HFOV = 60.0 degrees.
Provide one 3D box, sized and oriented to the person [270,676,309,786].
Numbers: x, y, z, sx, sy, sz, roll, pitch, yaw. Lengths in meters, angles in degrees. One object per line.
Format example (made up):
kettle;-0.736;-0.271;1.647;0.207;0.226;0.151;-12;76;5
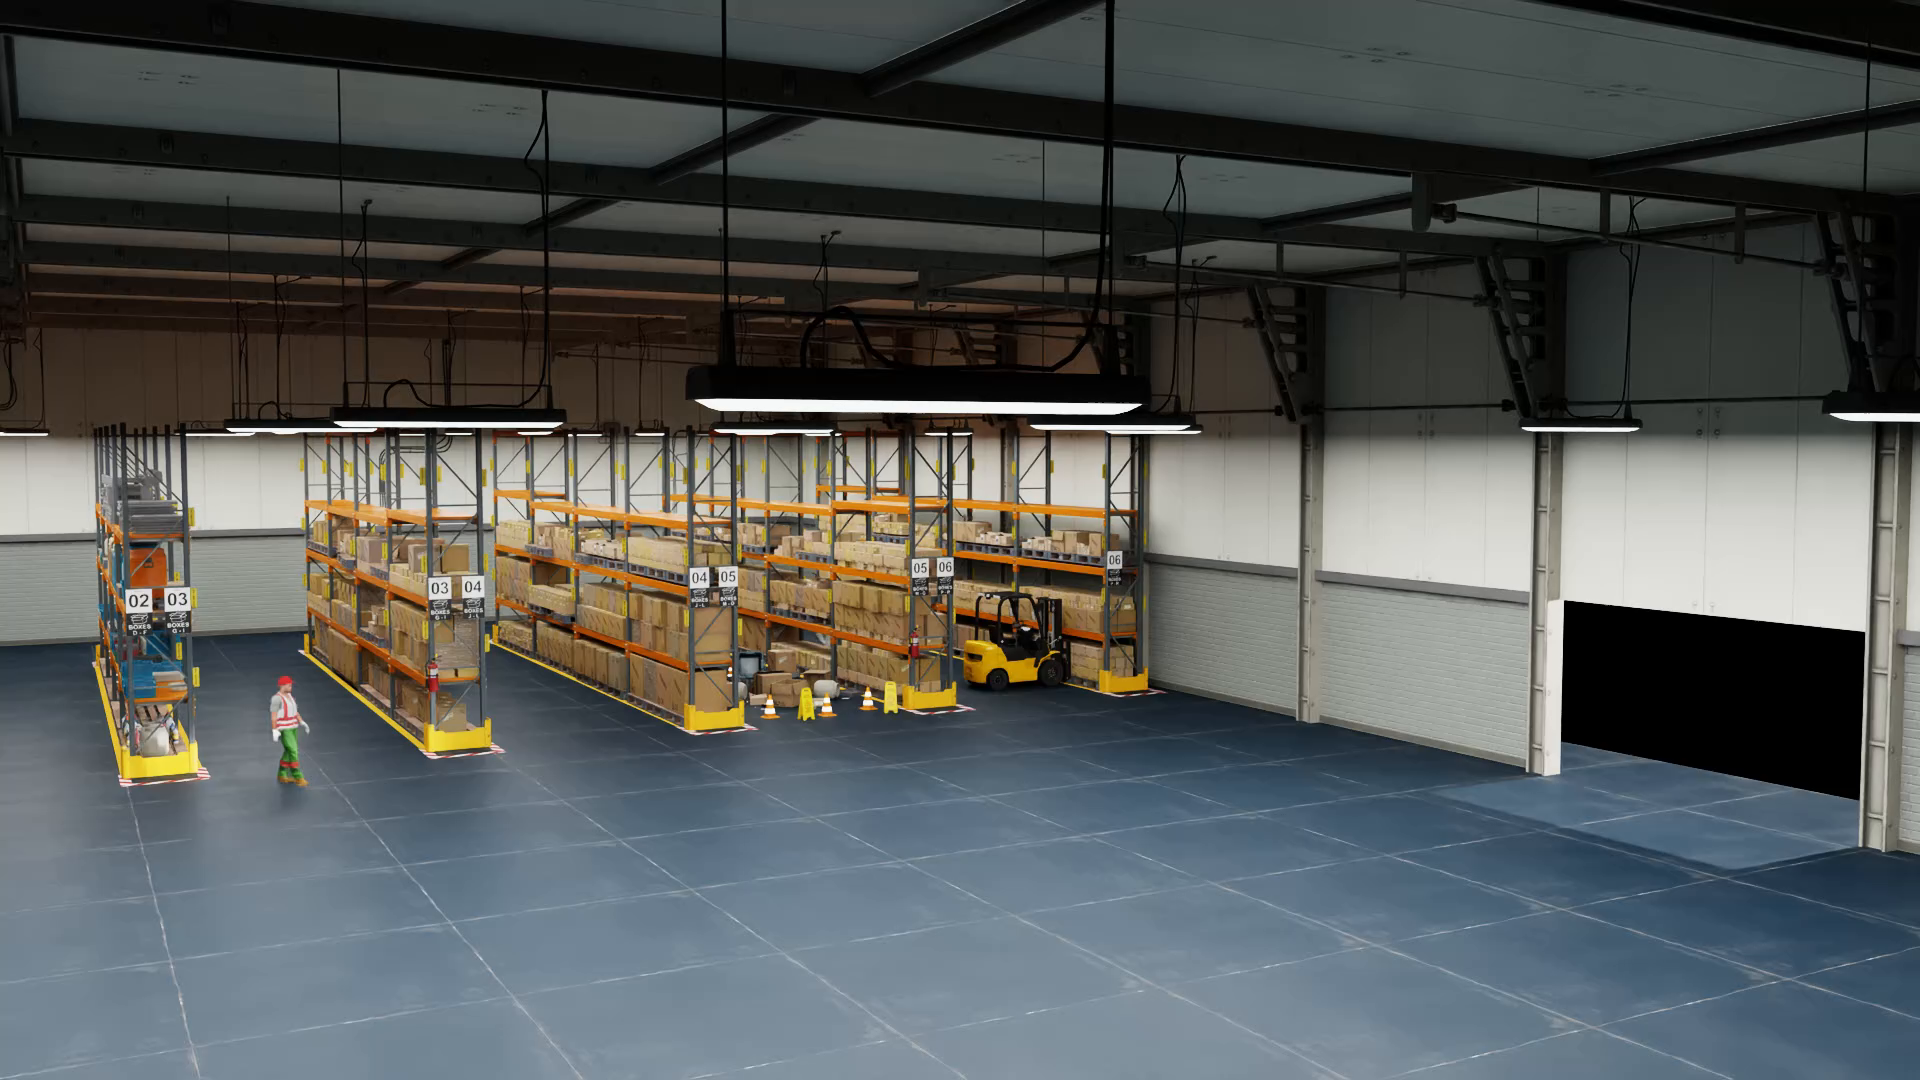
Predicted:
person;-11.081;3.163;27.652;0.753;1.792;0.569;1;4;12

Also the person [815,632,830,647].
person;-3.594;2.140;44.568;0.566;1.755;0.484;-2;4;-26
